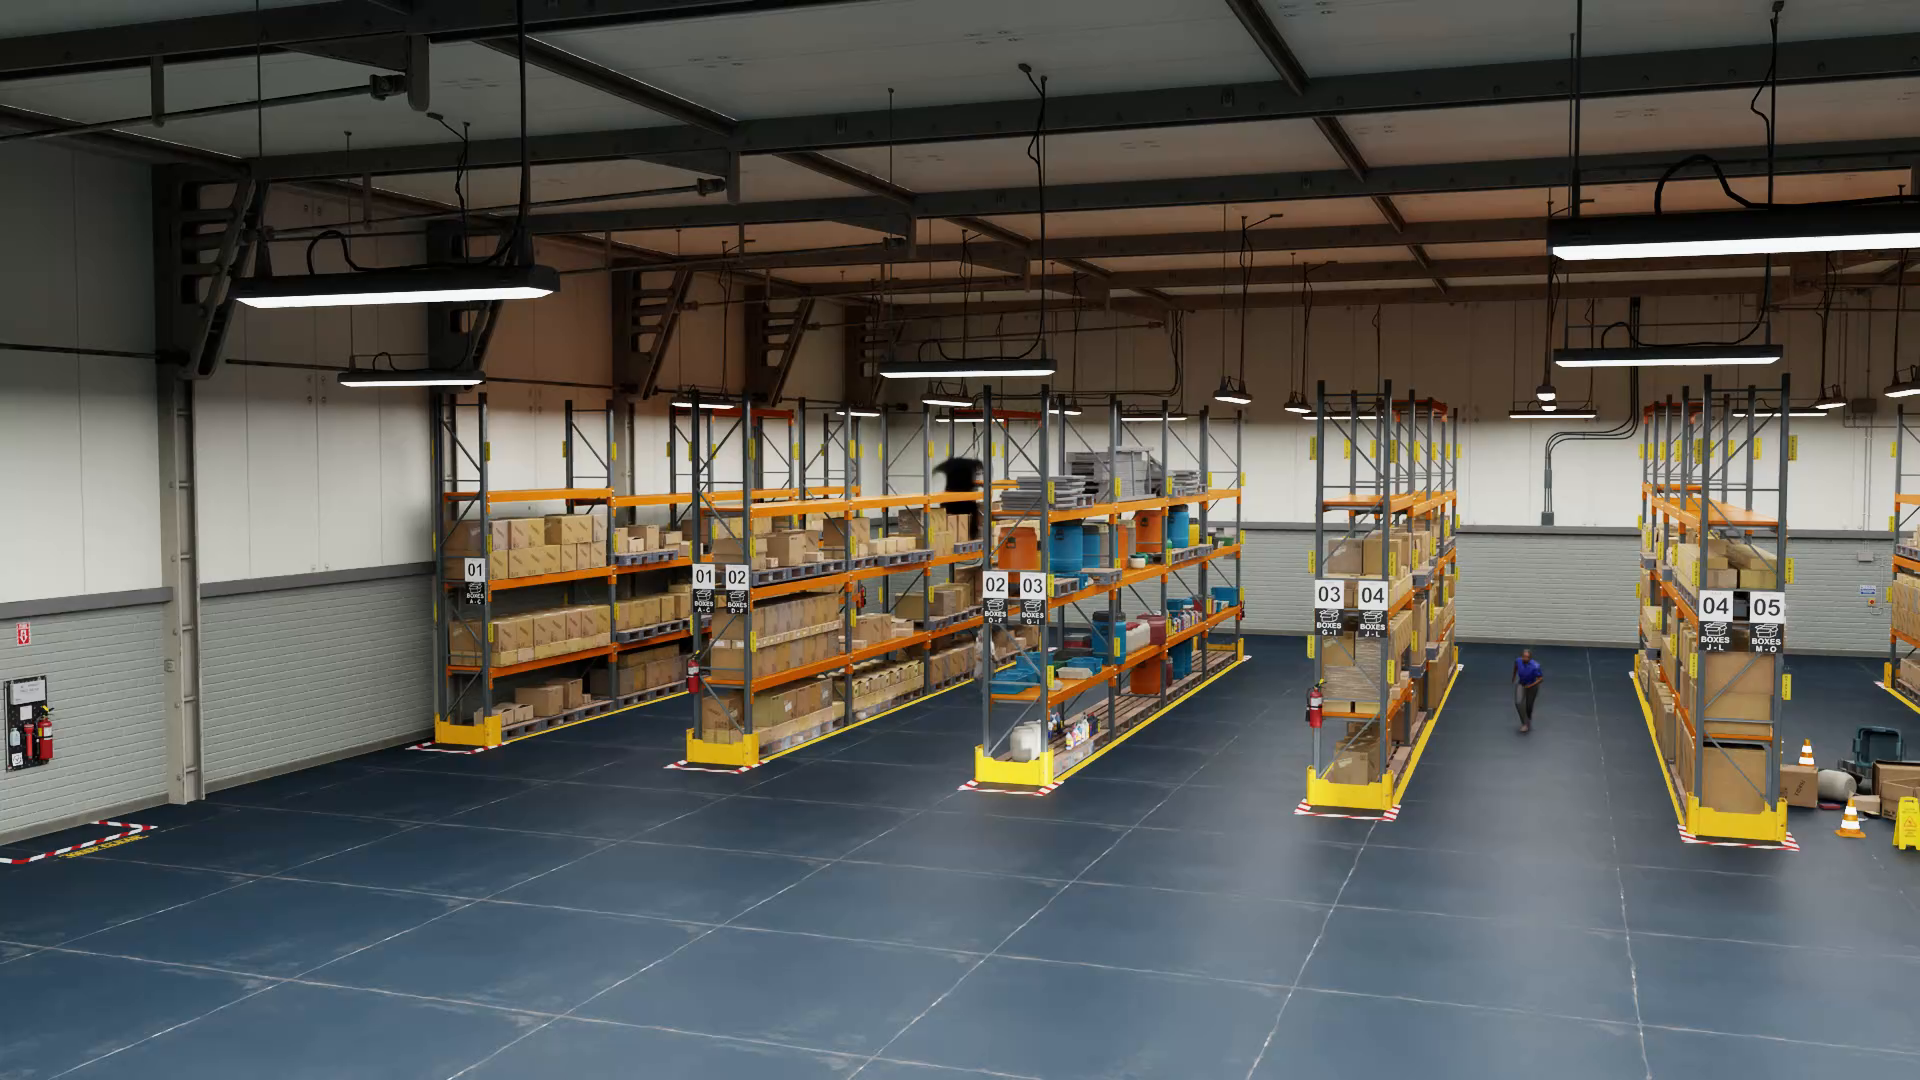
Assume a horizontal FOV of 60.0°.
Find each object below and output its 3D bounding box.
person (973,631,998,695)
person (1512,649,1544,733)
[{"bbox_3d":[0.502,2.504,33.483,0.599,1.408,0.971,2,3,28],"label":"person"},{"bbox_3d":[10.186,2.656,29.823,0.584,1.498,1.007,2,3,27],"label":"person"}]
